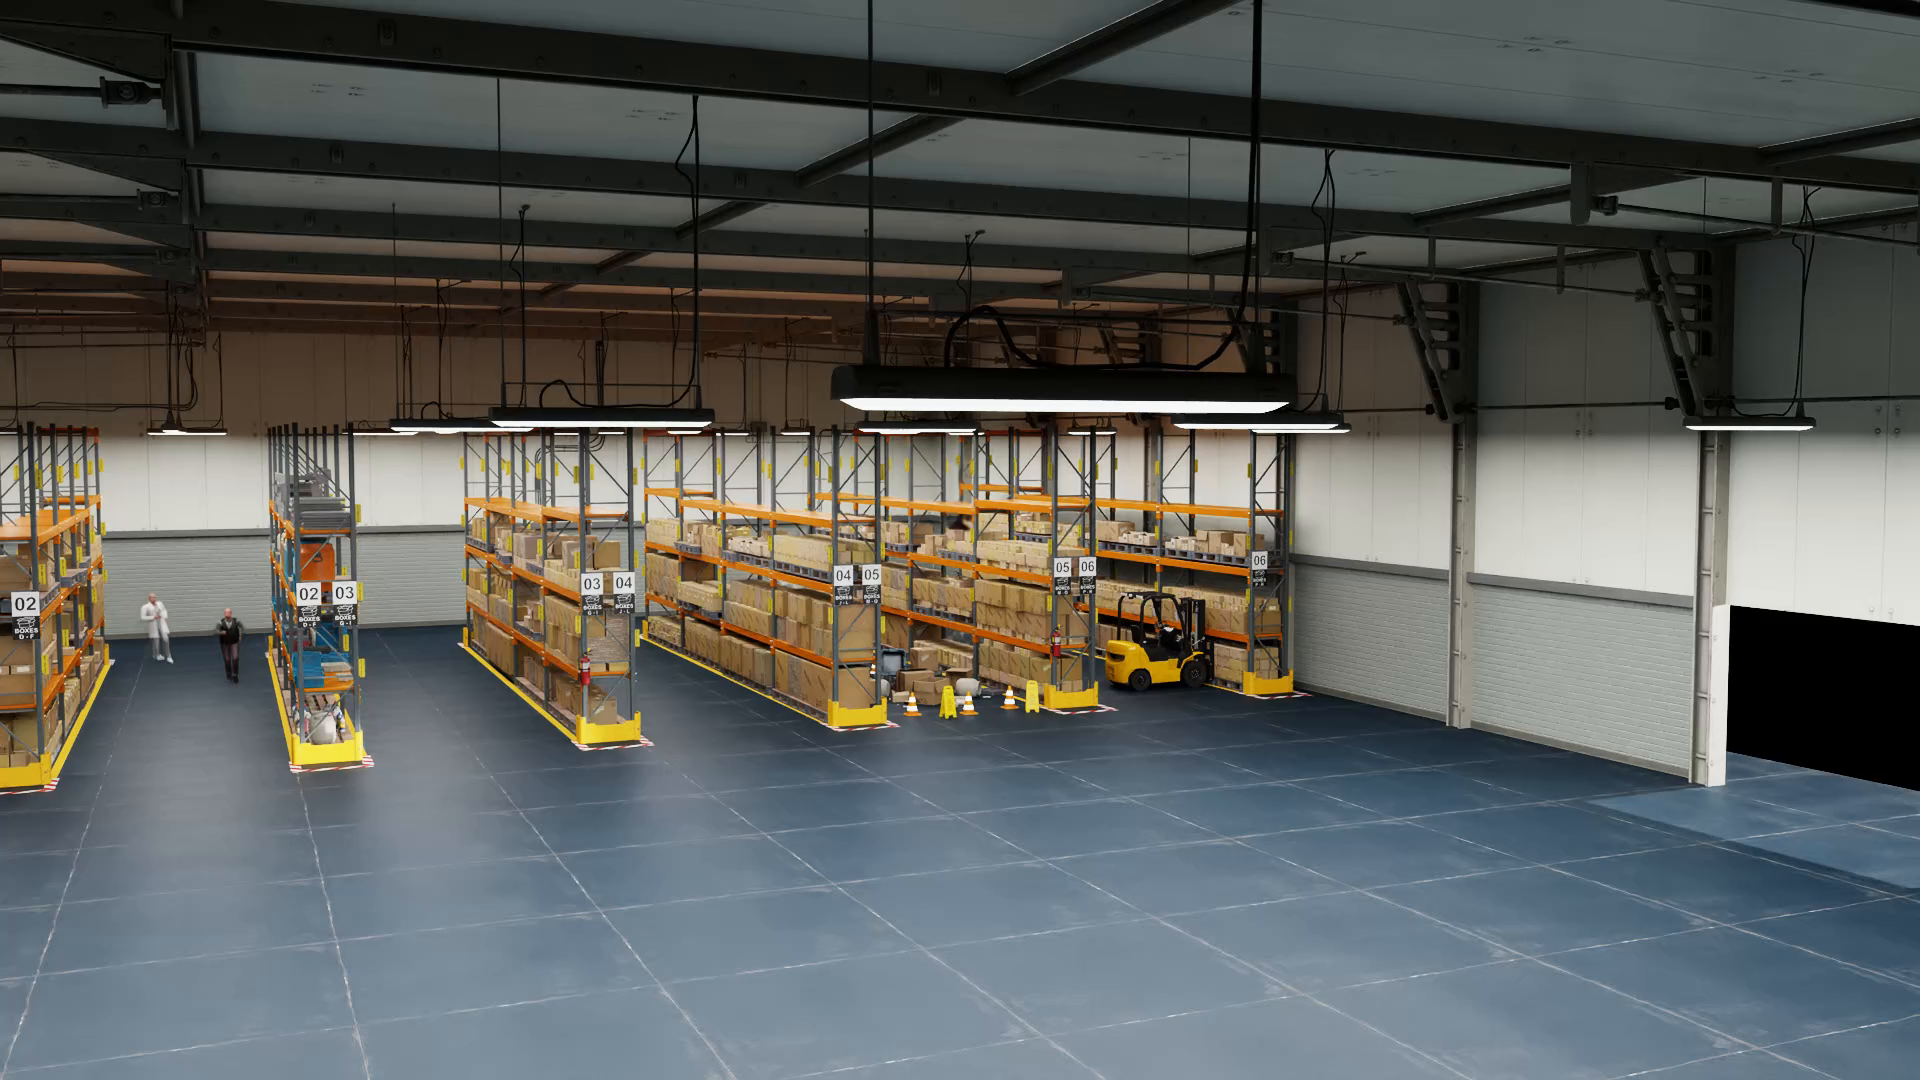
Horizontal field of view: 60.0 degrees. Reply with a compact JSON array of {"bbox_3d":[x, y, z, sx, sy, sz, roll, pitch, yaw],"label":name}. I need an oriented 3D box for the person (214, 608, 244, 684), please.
[{"bbox_3d":[-17.159,2.496,39.063,0.638,1.764,0.777,-1,4,-22],"label":"person"}]

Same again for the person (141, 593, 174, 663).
[{"bbox_3d":[-20.576,2.259,42.464,0.698,1.819,0.812,-3,5,-44],"label":"person"}]

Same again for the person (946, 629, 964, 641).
[{"bbox_3d":[-0.143,1.955,46.534,0.679,1.780,0.992,-2,4,-35],"label":"person"}]

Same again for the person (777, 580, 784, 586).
[{"bbox_3d":[-5.455,1.738,50.787,0.862,1.818,0.666,-1,4,-19],"label":"person"}]
